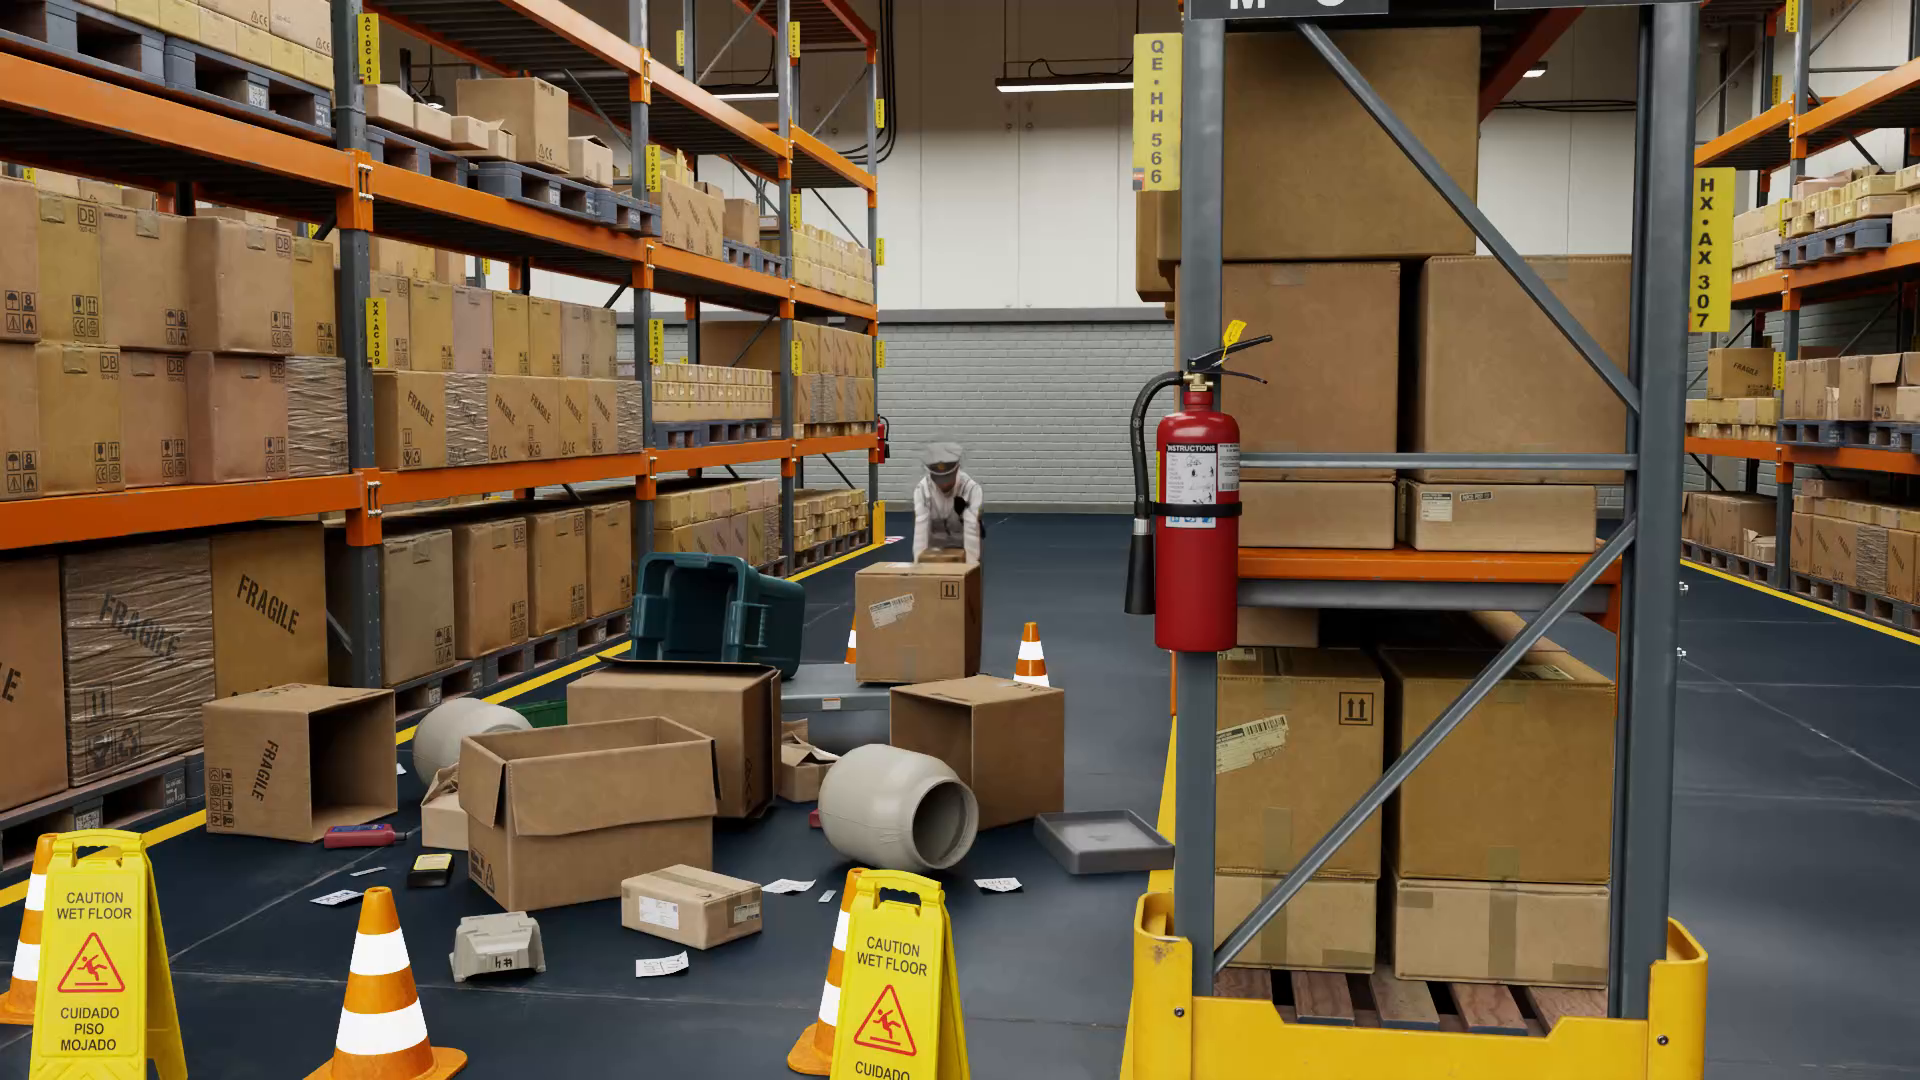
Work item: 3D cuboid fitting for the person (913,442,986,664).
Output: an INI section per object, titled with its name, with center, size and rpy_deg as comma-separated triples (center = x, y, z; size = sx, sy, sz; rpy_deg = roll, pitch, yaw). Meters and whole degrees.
[person]
center = -0.067, 0.138, 9.700
size = 0.409, 1.427, 0.813
rpy_deg = 1, 5, 7
